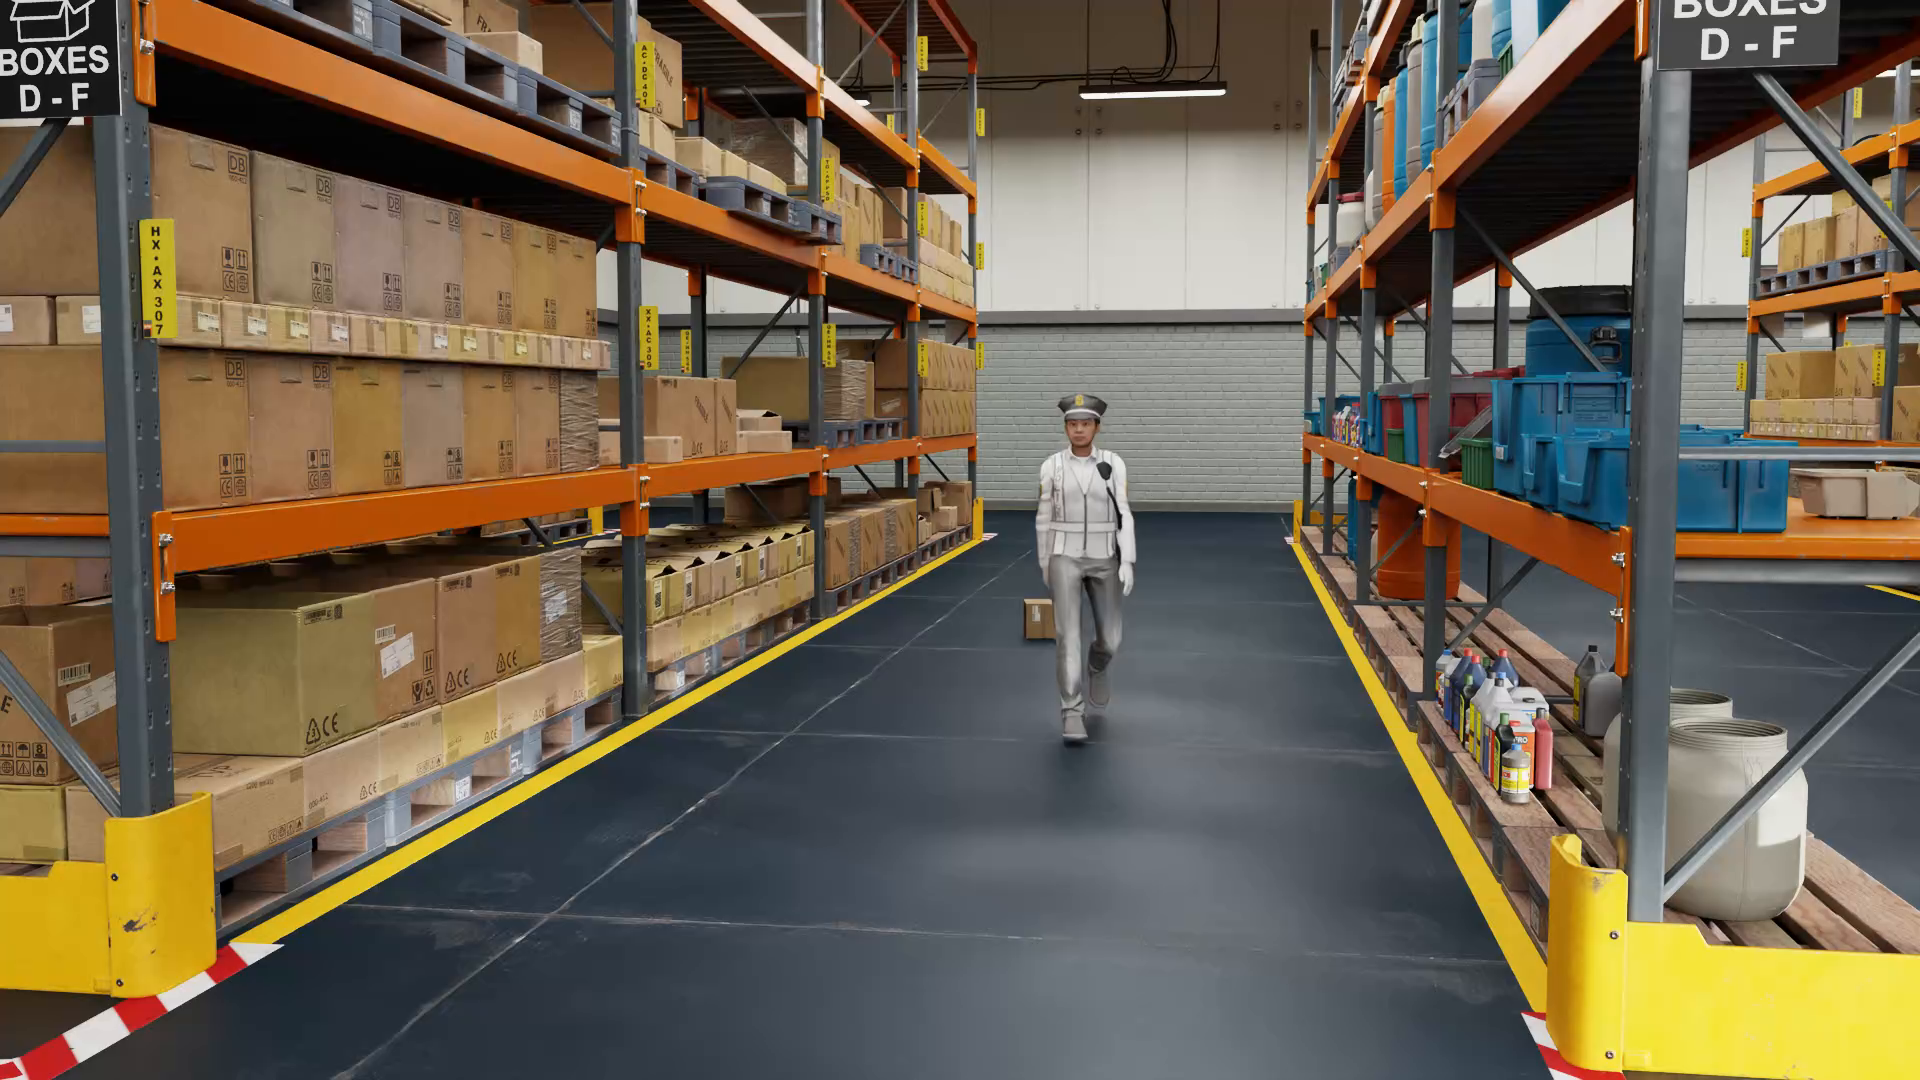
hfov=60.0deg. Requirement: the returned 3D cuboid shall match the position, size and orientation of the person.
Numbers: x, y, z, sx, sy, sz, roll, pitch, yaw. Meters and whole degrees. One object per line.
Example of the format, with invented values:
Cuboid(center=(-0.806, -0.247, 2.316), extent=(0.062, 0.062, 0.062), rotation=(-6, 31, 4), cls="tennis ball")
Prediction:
Cuboid(center=(0.616, 0.104, 8.248), extent=(0.483, 1.657, 0.808), rotation=(0, 5, -1), cls="person")
